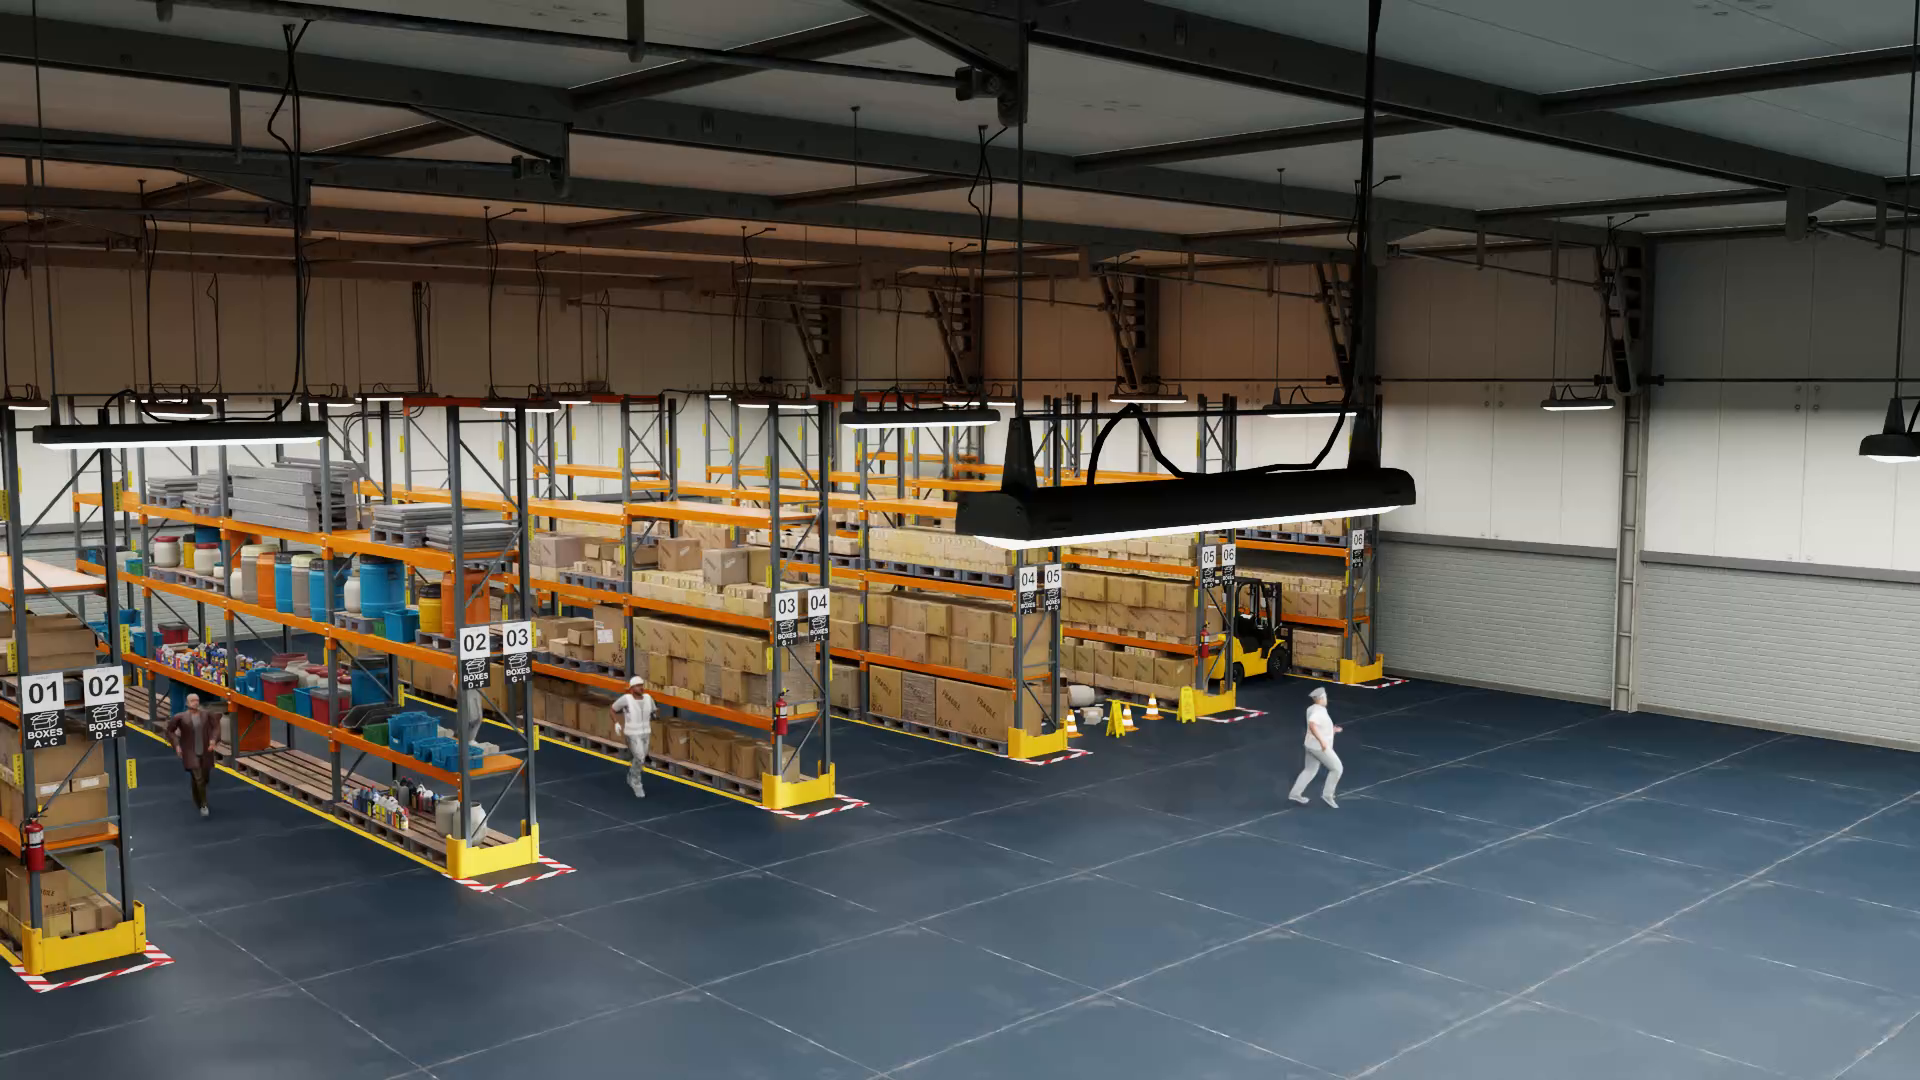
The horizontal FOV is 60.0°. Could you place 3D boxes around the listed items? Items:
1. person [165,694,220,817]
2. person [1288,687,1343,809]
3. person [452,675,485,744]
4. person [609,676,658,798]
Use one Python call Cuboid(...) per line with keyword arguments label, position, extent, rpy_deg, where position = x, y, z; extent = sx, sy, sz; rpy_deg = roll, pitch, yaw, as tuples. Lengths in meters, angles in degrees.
Cuboid(label="person", position=(-11.197, 3.115, 24.352), extent=(0.722, 1.758, 0.887), rpy_deg=(-5, 7, -41))
Cuboid(label="person", position=(5.305, 3.085, 24.578), extent=(0.795, 1.826, 0.671), rpy_deg=(-1, 6, -11))
Cuboid(label="person", position=(-8.471, 2.745, 28.807), extent=(0.565, 1.628, 0.564), rpy_deg=(5, 7, 41))
Cuboid(label="person", position=(-4.915, 2.995, 25.367), extent=(0.769, 1.843, 0.658), rpy_deg=(5, 8, 43))
